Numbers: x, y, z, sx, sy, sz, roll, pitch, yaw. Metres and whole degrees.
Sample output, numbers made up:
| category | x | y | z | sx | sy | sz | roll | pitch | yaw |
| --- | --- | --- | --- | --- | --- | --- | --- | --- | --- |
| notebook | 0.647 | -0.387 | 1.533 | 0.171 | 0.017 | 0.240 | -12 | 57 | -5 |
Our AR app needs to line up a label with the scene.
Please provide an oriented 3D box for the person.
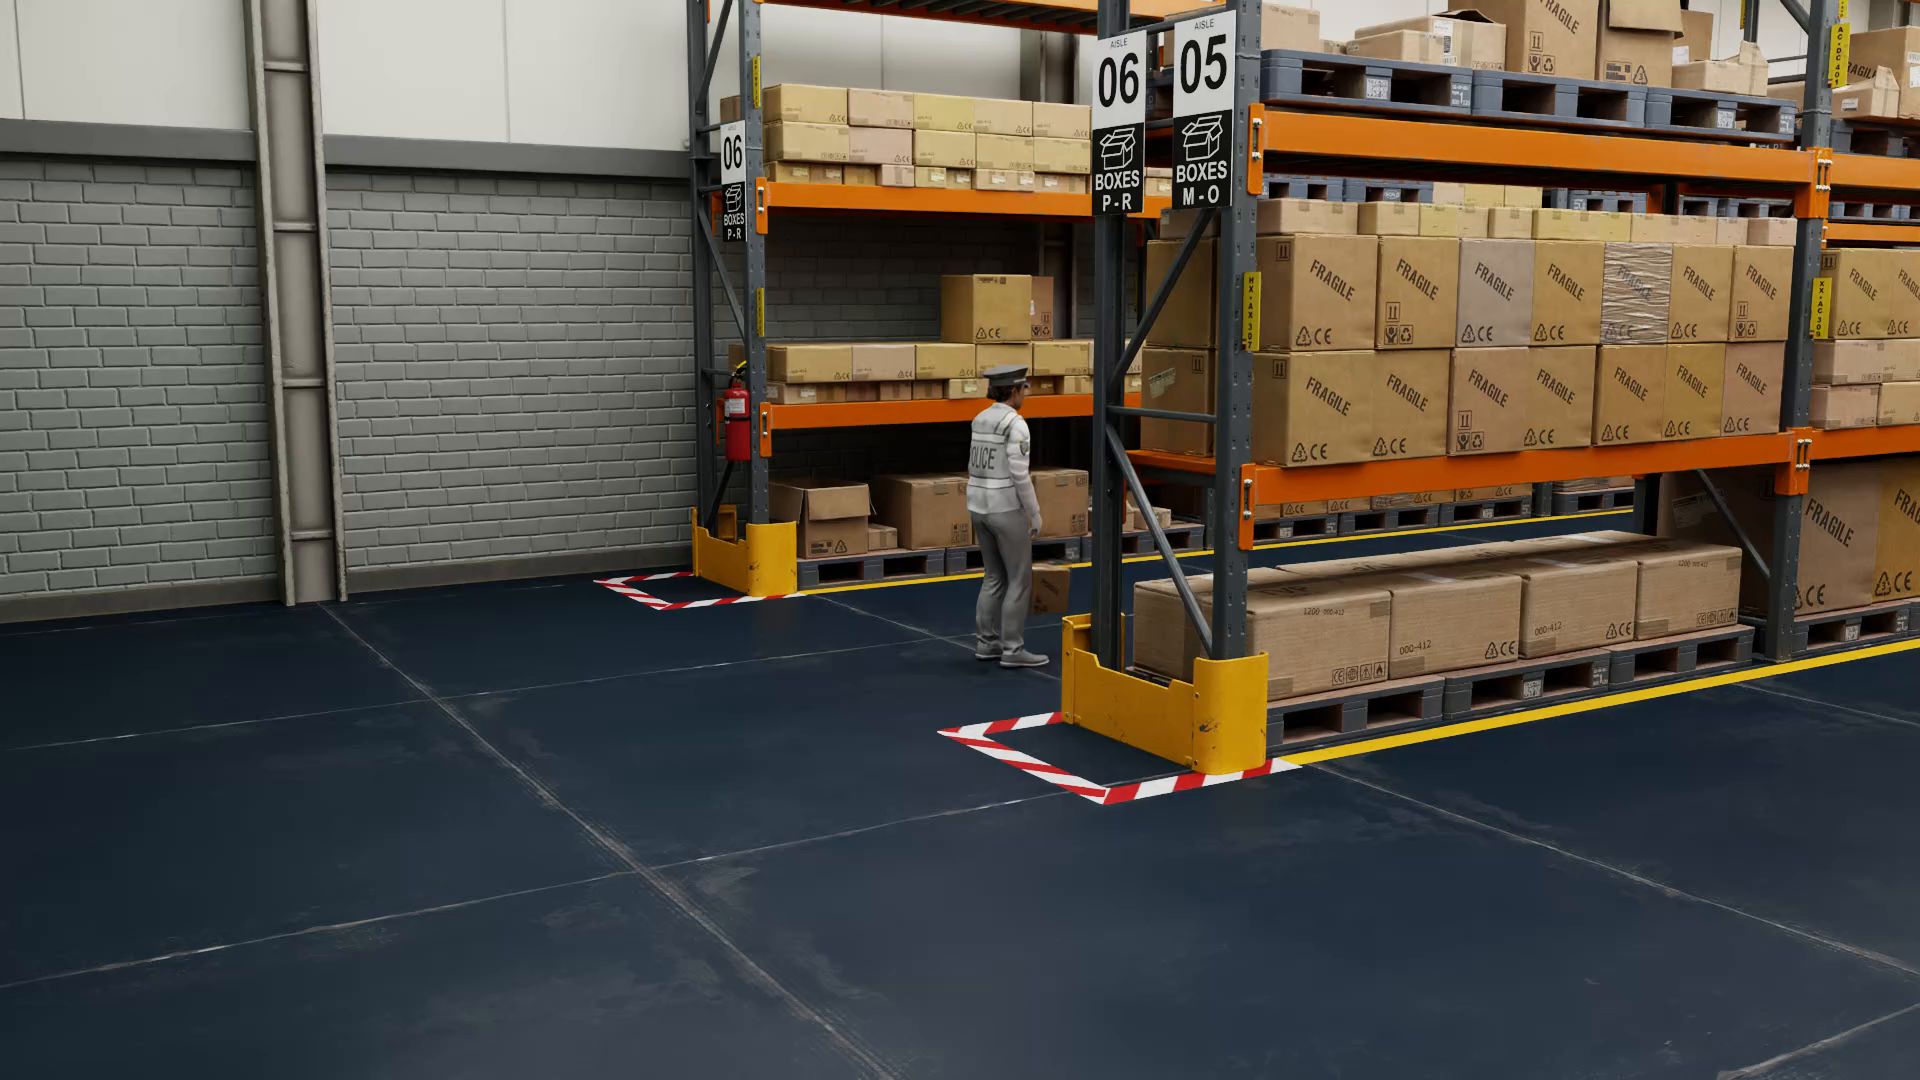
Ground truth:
| category | x | y | z | sx | sy | sz | roll | pitch | yaw |
| --- | --- | --- | --- | --- | --- | --- | --- | --- | --- |
| person | 0.236 | -0.140 | 9.260 | 0.359 | 1.669 | 0.510 | -5 | 10 | -32 |
